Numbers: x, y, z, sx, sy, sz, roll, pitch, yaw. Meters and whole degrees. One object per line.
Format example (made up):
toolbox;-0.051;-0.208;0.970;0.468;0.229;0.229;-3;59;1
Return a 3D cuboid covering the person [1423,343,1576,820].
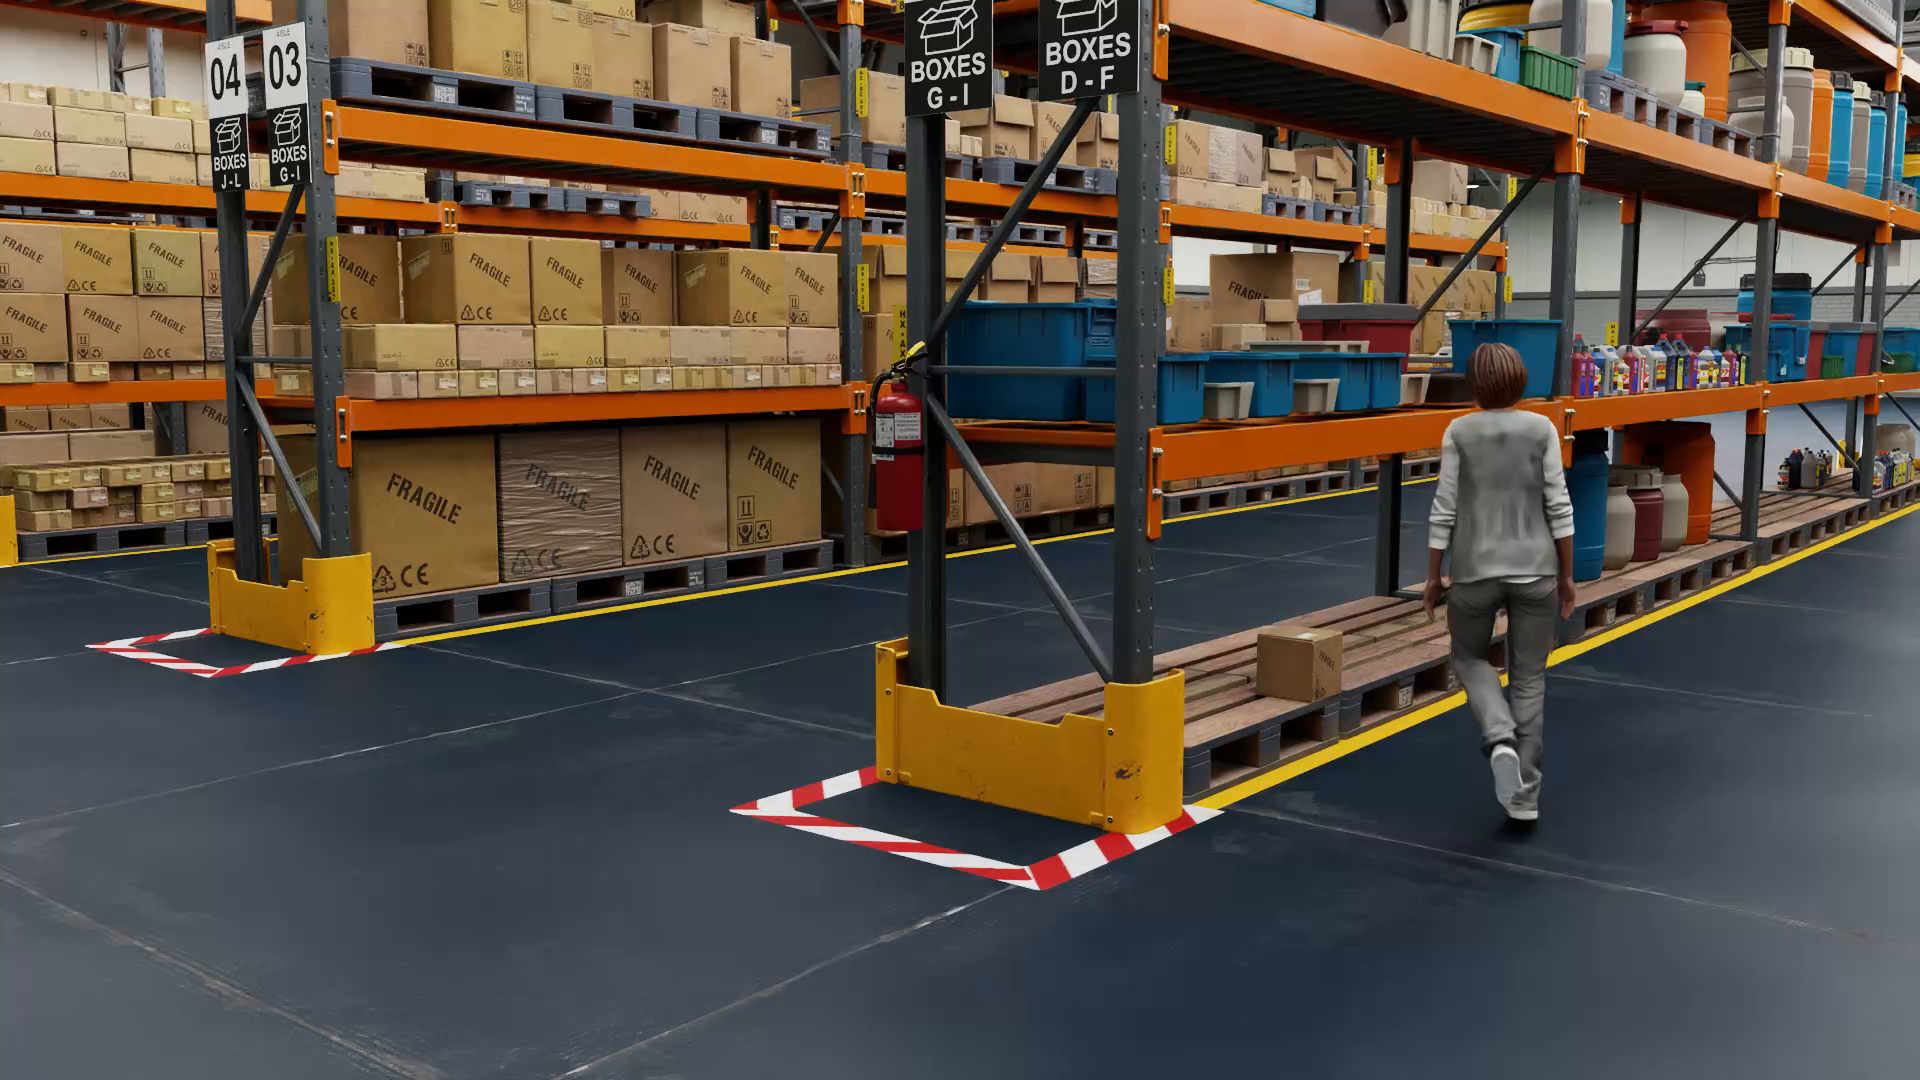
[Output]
person;1.798;0.139;5.540;0.483;1.581;0.426;2;7;18
